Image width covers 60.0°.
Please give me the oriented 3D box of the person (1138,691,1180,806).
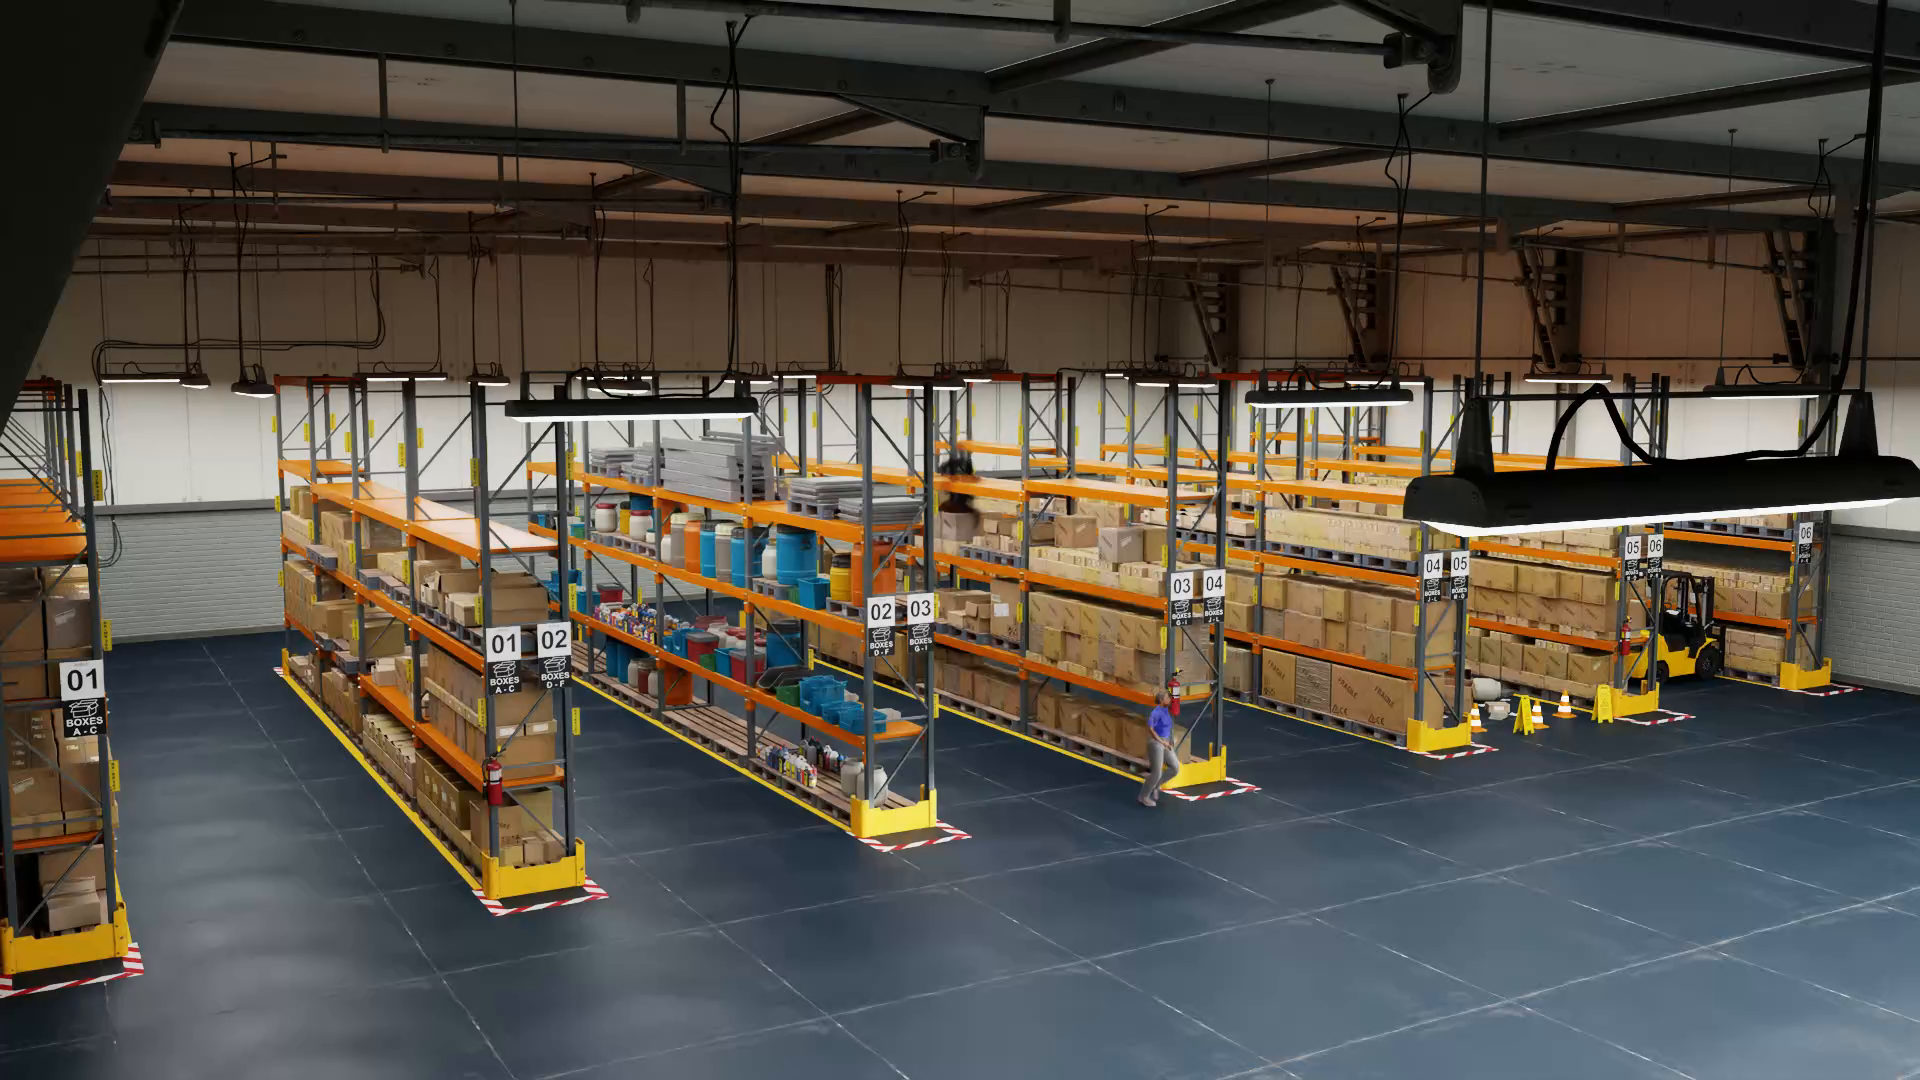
[{"bbox_3d":[2.885,2.948,23.707,0.545,1.601,0.636,4,7,32],"label":"person"}]
